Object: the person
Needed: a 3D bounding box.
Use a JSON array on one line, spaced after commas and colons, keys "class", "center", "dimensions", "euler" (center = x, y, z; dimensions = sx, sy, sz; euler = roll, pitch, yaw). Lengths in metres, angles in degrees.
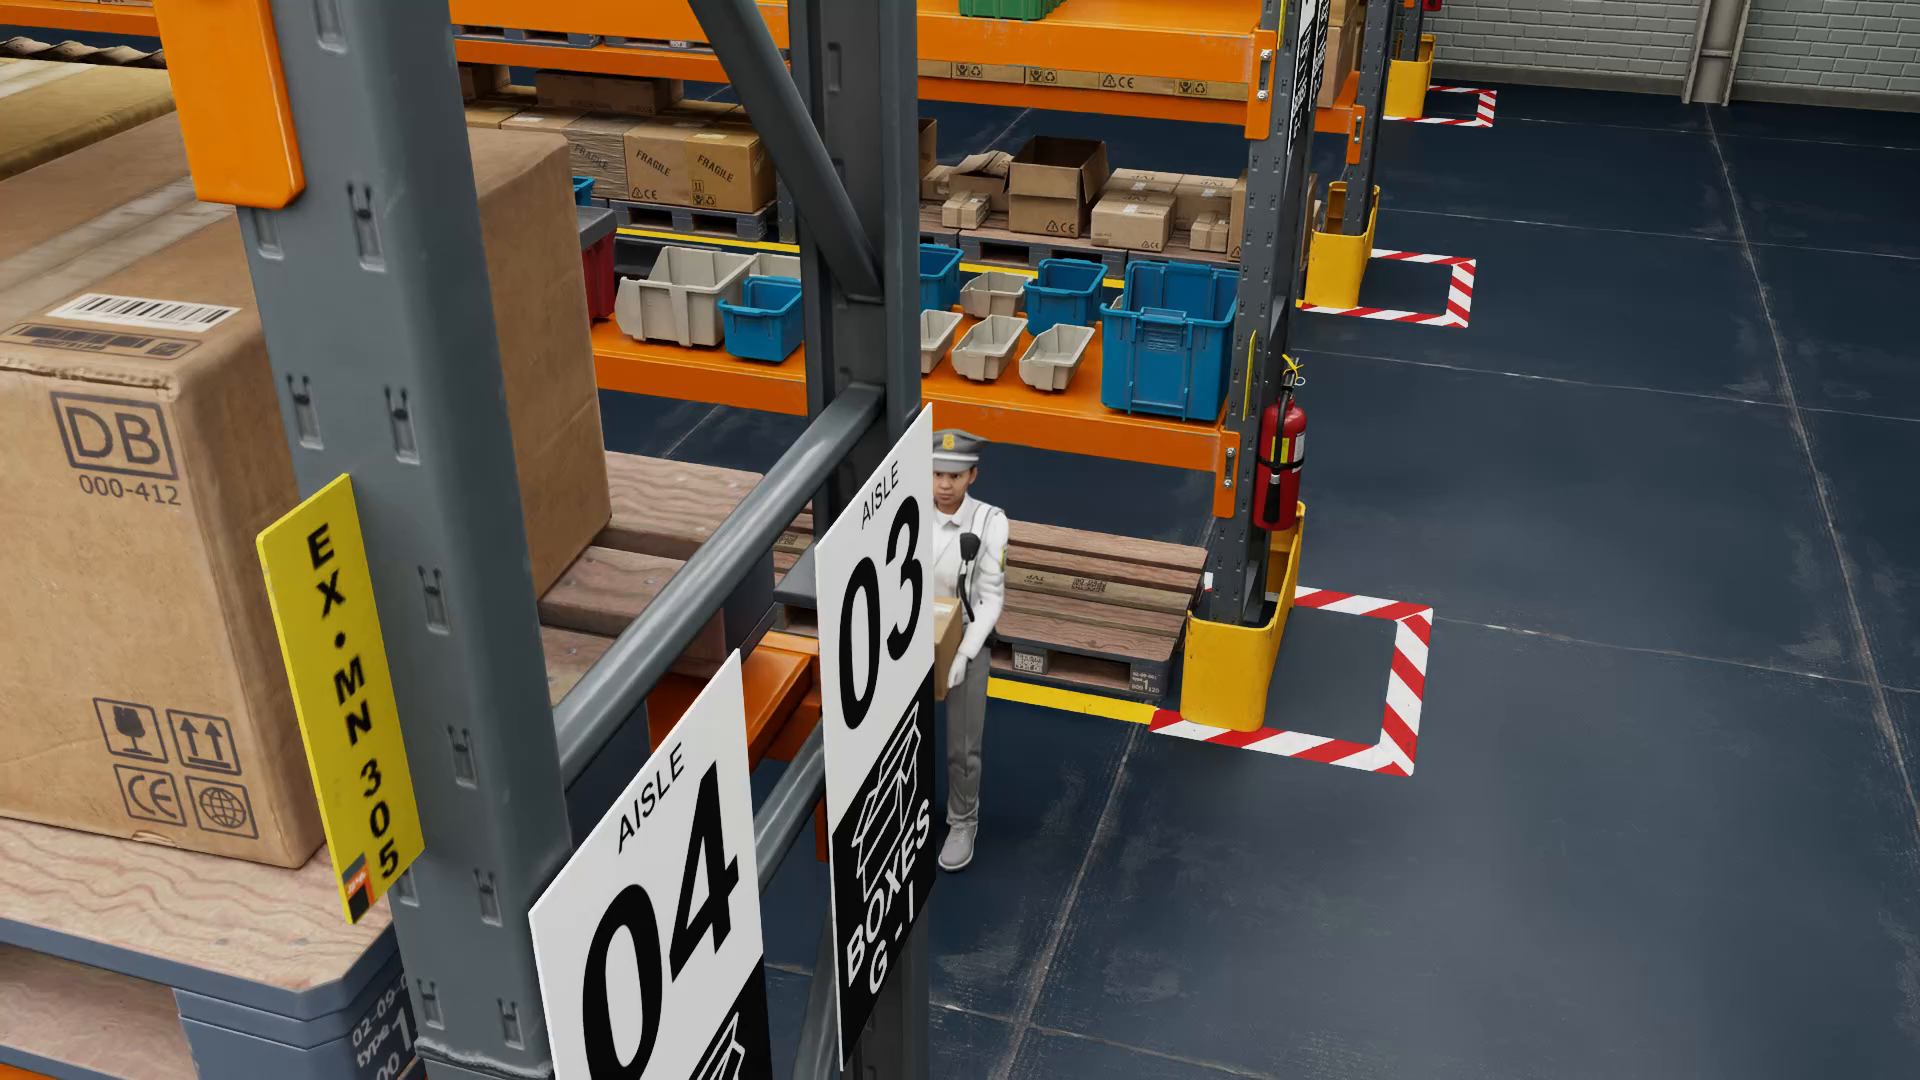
[{"class": "person", "center": [-0.079, 0.403, 5.882], "dimensions": [0.463, 1.688, 0.554], "euler": [9, 31, 15]}]
